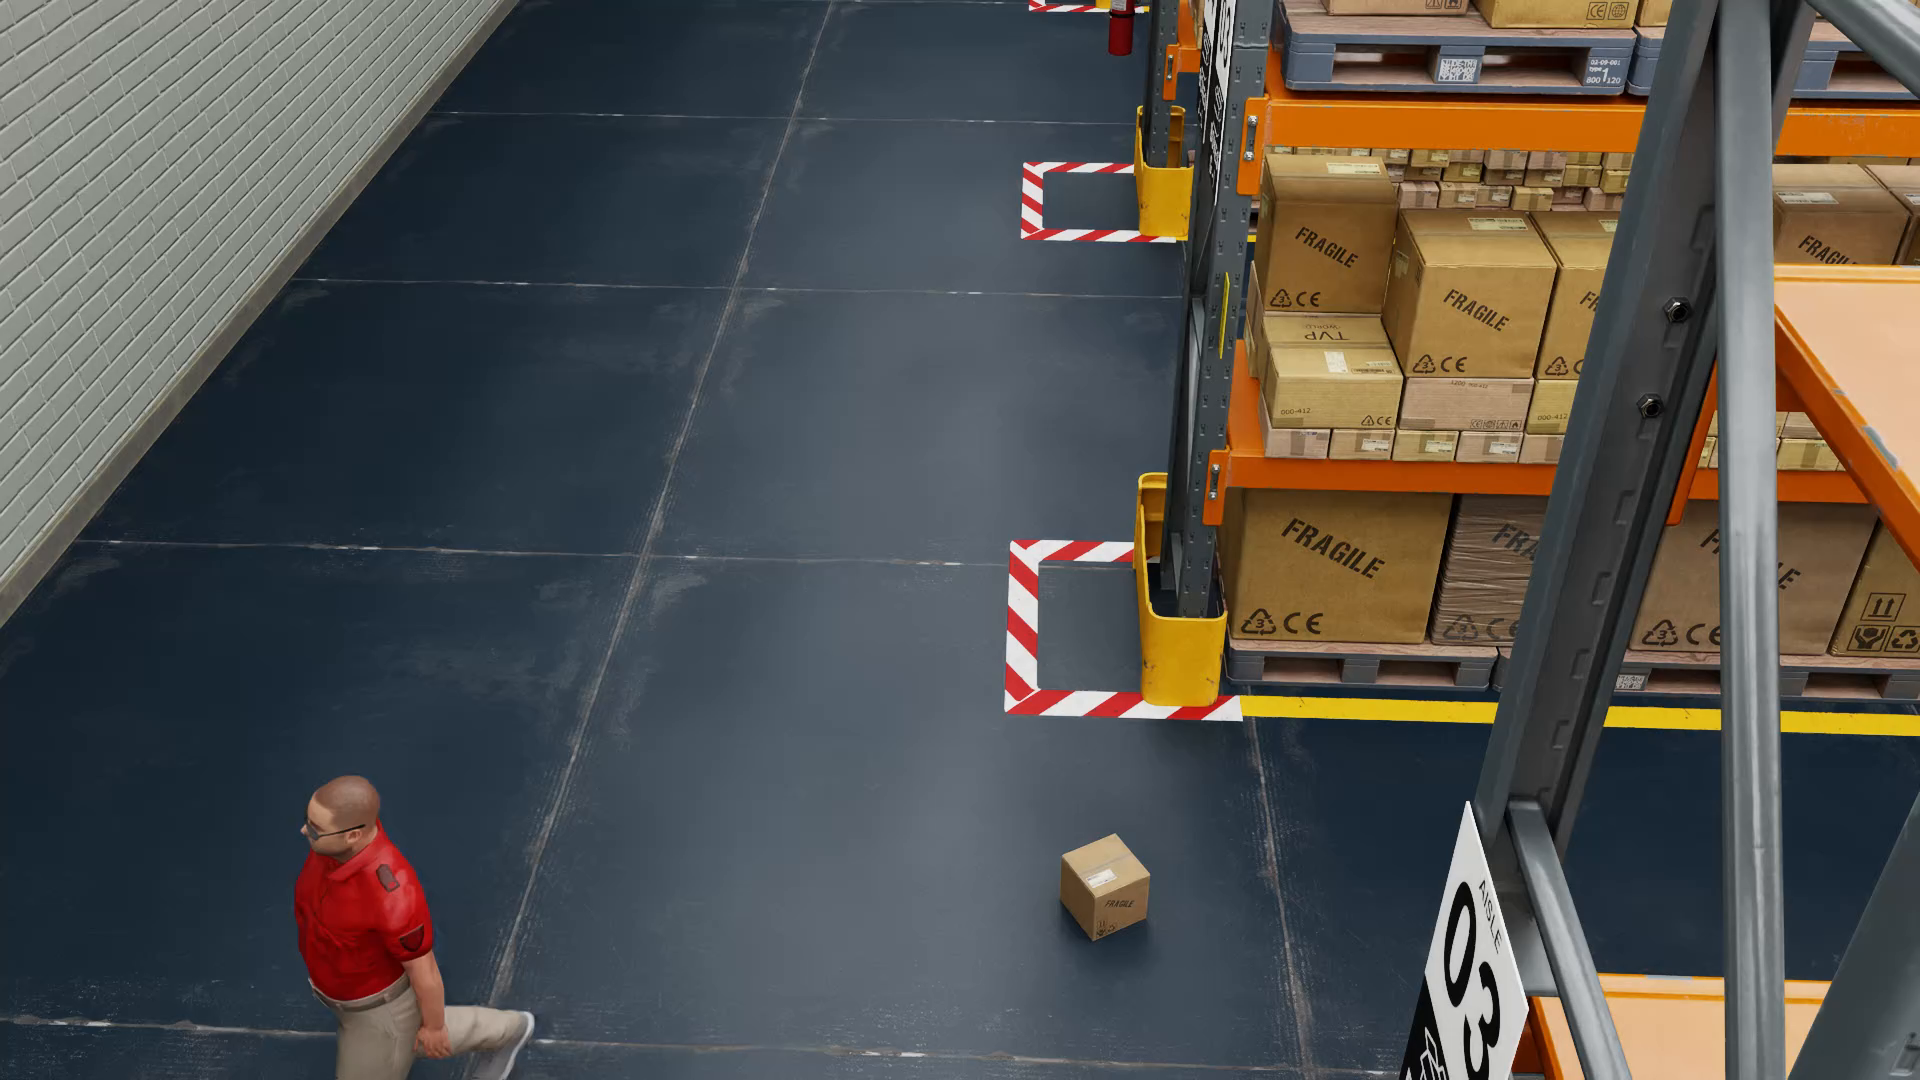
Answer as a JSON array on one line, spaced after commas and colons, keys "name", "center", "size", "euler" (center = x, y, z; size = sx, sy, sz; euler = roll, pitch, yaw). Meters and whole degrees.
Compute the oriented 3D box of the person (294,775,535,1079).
[{"name": "person", "center": [-1.786, 1.366, 5.198], "size": [0.865, 1.689, 0.545], "euler": [-23, 41, -29]}]
